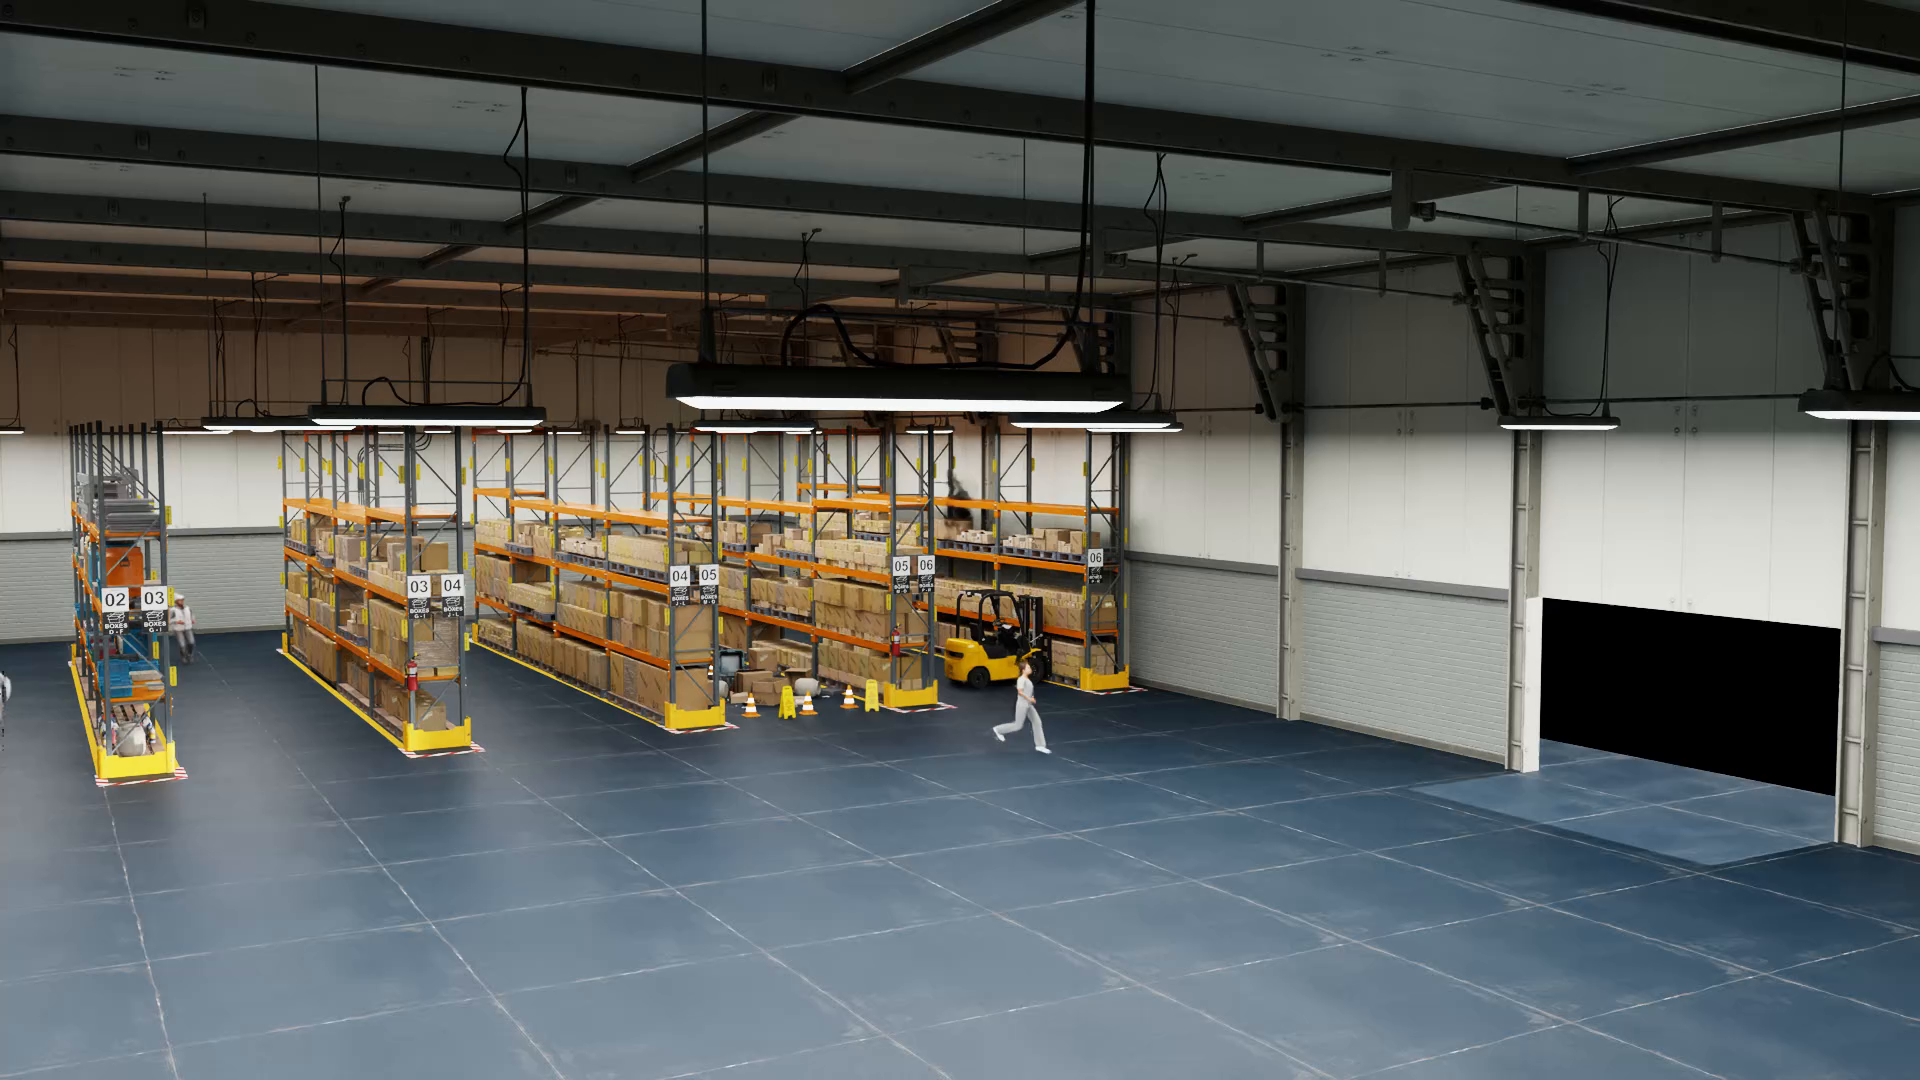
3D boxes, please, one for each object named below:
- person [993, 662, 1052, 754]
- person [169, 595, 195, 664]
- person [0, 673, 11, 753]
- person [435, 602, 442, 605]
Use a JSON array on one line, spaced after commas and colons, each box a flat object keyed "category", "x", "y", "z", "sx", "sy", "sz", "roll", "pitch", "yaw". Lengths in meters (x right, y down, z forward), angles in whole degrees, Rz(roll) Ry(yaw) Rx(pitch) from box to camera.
[{"category": "person", "x": 1.138, "y": 3.045, "z": 30.255, "sx": 1.093, "sy": 1.662, "sz": 0.538, "roll": 1, "pitch": 4, "yaw": 22}, {"category": "person", "x": -19.618, "y": 2.261, "z": 41.948, "sx": 0.687, "sy": 1.768, "sz": 0.600, "roll": -3, "pitch": 5, "yaw": -42}, {"category": "person", "x": -17.665, "y": 3.005, "z": 30.339, "sx": 0.622, "sy": 1.740, "sz": 0.879, "roll": -2, "pitch": 4, "yaw": -35}, {"category": "person", "x": -14.122, "y": 2.080, "z": 45.001, "sx": 0.712, "sy": 1.756, "sz": 0.880, "roll": -2, "pitch": 4, "yaw": -29}]
